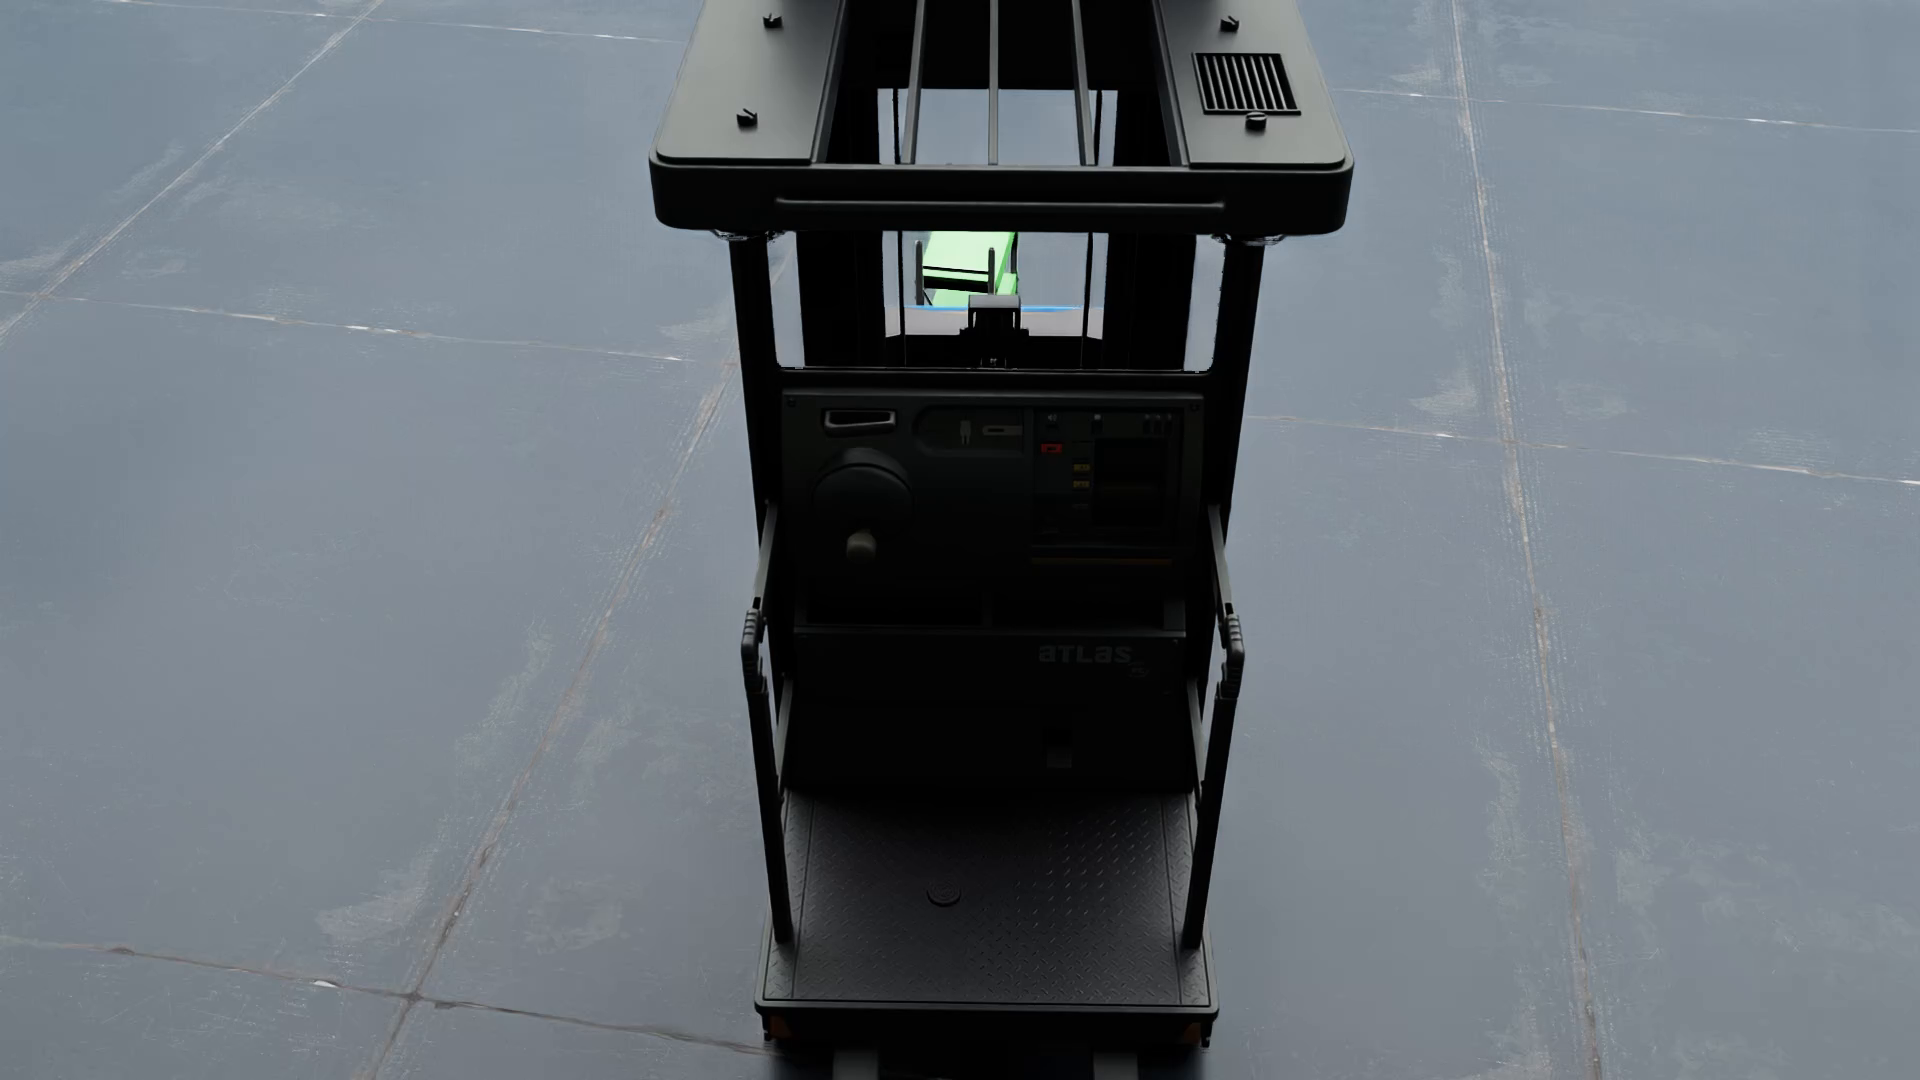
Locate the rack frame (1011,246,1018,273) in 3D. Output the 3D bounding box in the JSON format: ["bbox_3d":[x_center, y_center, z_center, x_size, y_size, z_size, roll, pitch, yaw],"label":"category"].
[{"bbox_3d":[0.071,-0.719,5.679,0.240,1.200,0.015,6,40,8],"label":"rack frame"}]

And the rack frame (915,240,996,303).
[{"bbox_3d":[-0.014,-0.413,5.308,0.240,1.200,0.015,6,40,8],"label":"rack frame"}]

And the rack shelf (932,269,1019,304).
[{"bbox_3d":[0.029,-0.702,5.381,0.258,0.148,0.480,6,40,8],"label":"rack shelf"}]

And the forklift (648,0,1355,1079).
[{"bbox_3d":[0.070,-0.064,3.527,1.130,2.935,3.031,1,40,1],"label":"forklift"}]

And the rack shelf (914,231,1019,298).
[{"bbox_3d":[0.029,-0.887,5.228,0.258,0.148,0.480,6,40,8],"label":"rack shelf"}]

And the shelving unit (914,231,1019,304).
[{"bbox_3d":[0.029,-0.566,5.493,0.258,1.200,0.503,6,40,8],"label":"shelving unit"}]
